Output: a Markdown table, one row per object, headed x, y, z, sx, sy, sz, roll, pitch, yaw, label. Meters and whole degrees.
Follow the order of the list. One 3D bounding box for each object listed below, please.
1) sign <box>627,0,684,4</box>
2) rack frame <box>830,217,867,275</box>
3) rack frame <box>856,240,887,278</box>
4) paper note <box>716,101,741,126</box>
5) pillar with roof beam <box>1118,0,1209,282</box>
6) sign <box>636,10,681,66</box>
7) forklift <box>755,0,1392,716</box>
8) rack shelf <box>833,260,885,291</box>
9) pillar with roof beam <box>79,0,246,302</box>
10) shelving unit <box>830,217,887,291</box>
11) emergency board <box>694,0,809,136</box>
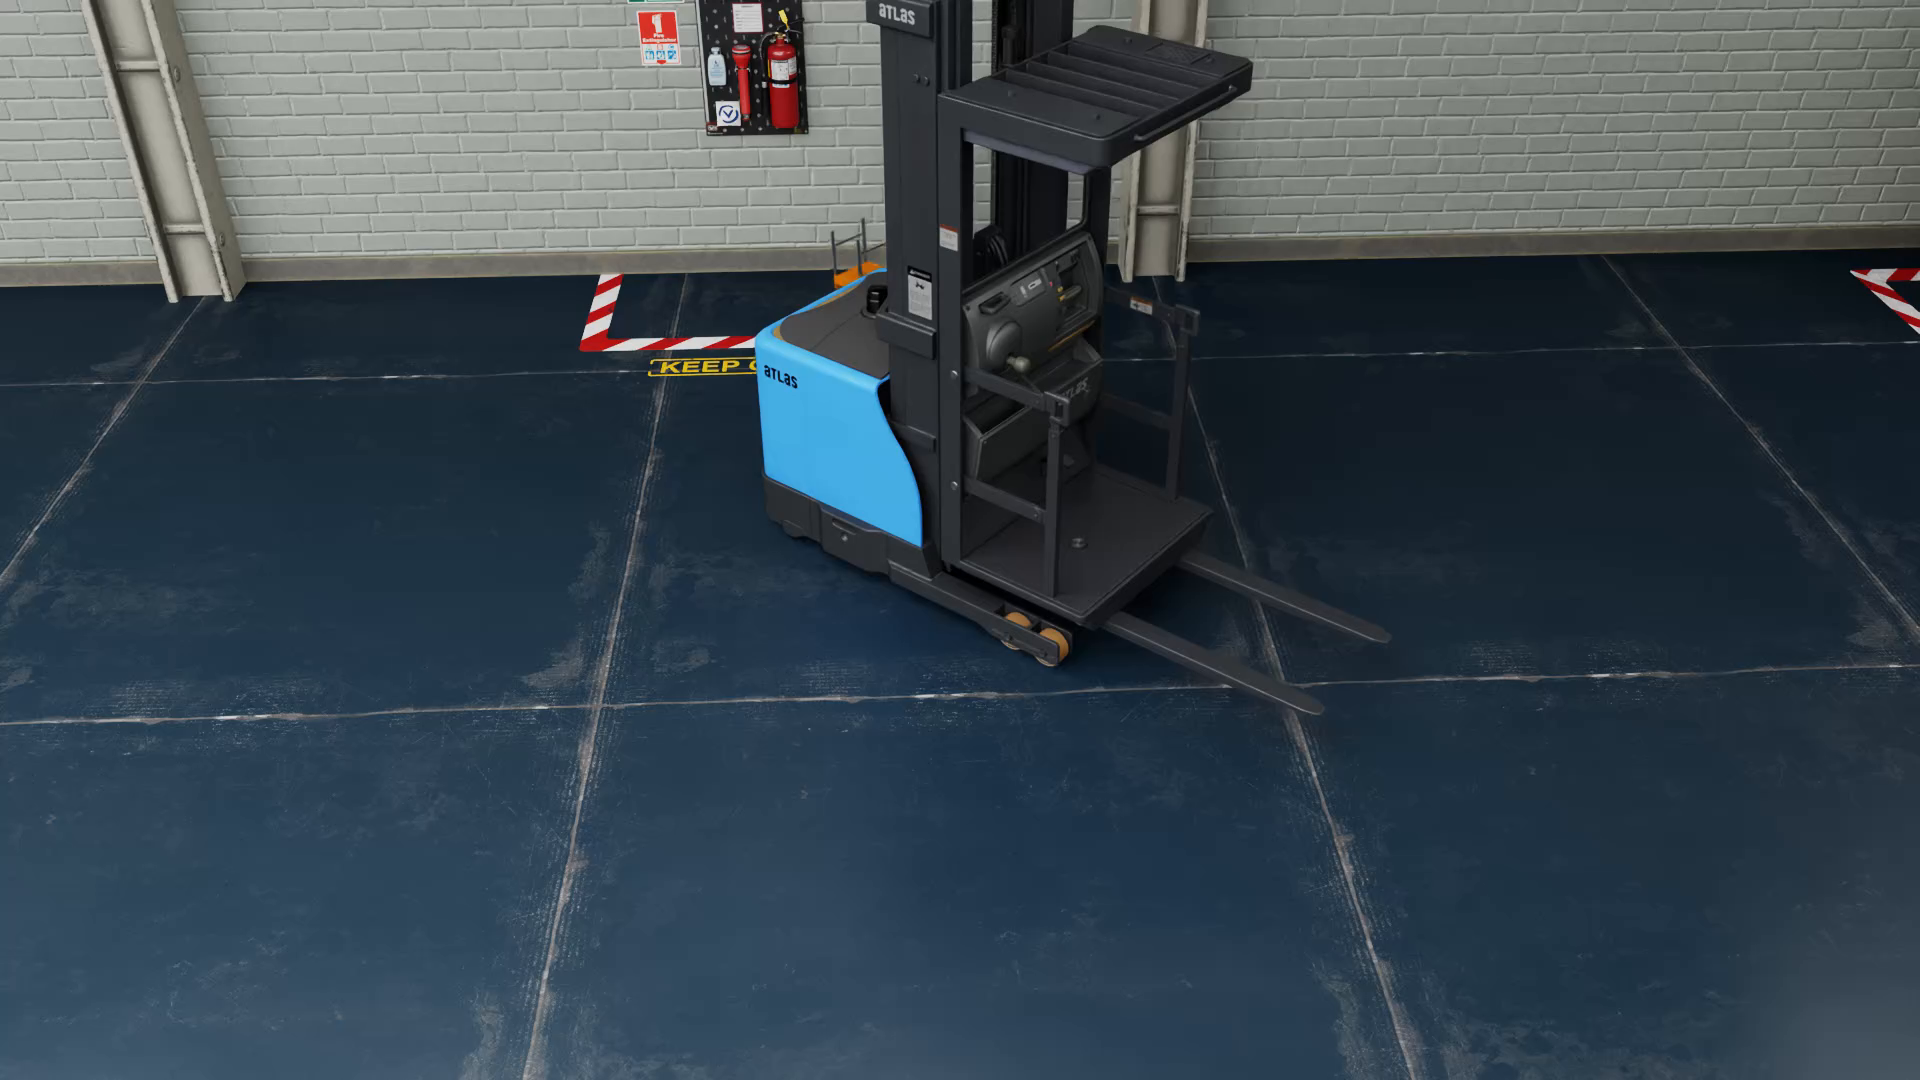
| x | y | z | sx | sy | sz | roll | pitch | yaw | label |
| --- | --- | --- | --- | --- | --- | --- | --- | --- | --- |
| -1.786 | -3.200 | 9.742 | 0.331 | 0.109 | 0.001 | -2 | 35 | -2 | sign |
| -0.555 | -1.104 | 8.791 | 0.006 | 1.200 | 0.240 | 25 | 42 | 35 | rack frame |
| -0.419 | -1.040 | 8.686 | 0.006 | 1.200 | 0.240 | 25 | 42 | 35 | rack frame |
| -1.414 | -2.601 | 10.147 | 0.142 | 0.148 | 0.016 | -2 | 35 | -2 | paper note |
| 1.440 | -2.994 | 4.668 | 0.400 | 9.000 | 9.100 | -2 | 35 | -2 | pillar with roof beam |
| -1.791 | -2.988 | 9.900 | 0.234 | 0.329 | 0.001 | -2 | 35 | -2 | sign |
| 0.492 | -0.984 | 7.097 | 3.031 | 2.935 | 1.130 | 24 | 41 | 31 | forklift |
| -0.496 | -1.335 | 8.565 | 0.180 | 0.103 | 0.258 | 25 | 42 | 35 | rack shelf |
| -4.553 | -2.832 | 4.435 | 0.400 | 9.000 | 9.100 | -2 | 35 | -2 | pillar with roof beam |
| -0.487 | -1.072 | 8.738 | 0.189 | 1.200 | 0.258 | 25 | 42 | 35 | shelving unit |
| -1.234 | -2.929 | 9.847 | 0.643 | 1.169 | 0.194 | -2 | 35 | -2 | emergency board |
